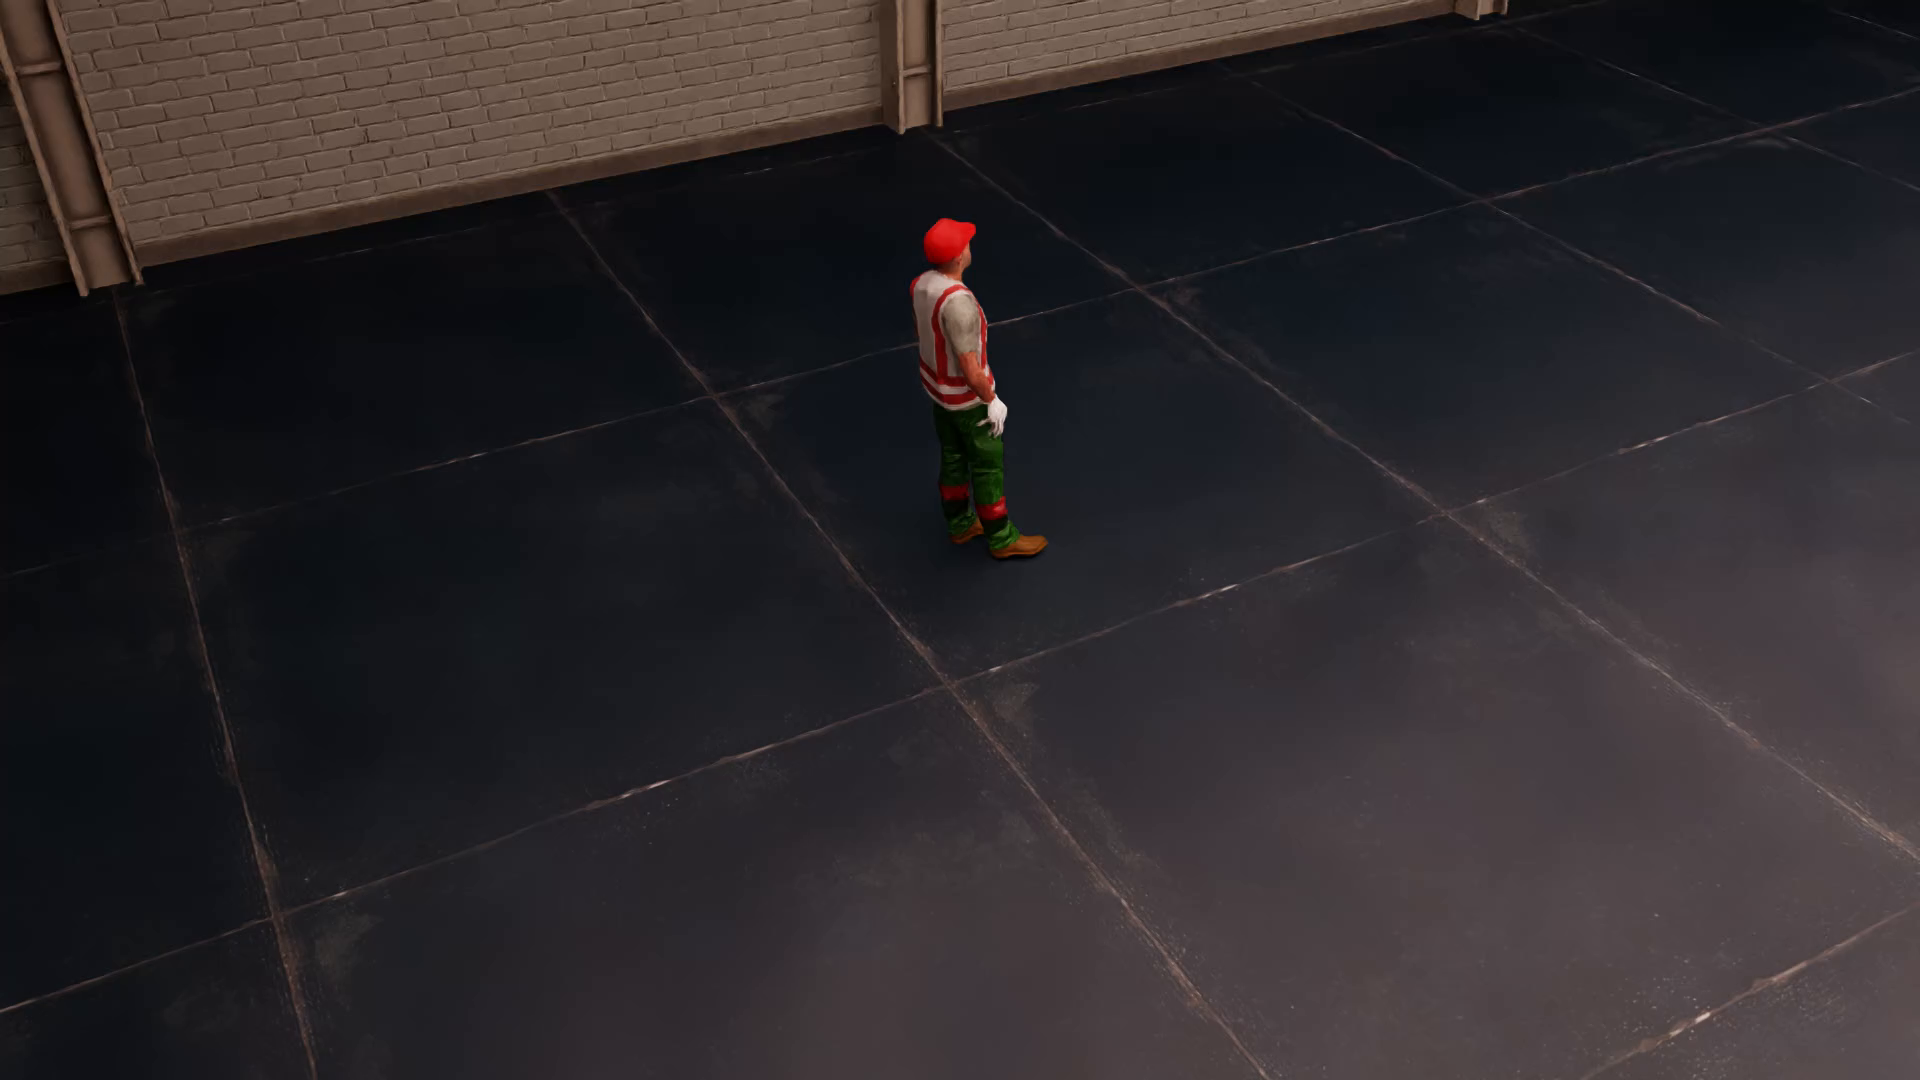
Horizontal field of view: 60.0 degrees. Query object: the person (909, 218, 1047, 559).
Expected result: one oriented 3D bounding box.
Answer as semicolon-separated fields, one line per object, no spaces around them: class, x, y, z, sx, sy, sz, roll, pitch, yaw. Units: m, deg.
person;0.076;-0.752;8.165;0.563;1.787;0.637;-17;39;-23
